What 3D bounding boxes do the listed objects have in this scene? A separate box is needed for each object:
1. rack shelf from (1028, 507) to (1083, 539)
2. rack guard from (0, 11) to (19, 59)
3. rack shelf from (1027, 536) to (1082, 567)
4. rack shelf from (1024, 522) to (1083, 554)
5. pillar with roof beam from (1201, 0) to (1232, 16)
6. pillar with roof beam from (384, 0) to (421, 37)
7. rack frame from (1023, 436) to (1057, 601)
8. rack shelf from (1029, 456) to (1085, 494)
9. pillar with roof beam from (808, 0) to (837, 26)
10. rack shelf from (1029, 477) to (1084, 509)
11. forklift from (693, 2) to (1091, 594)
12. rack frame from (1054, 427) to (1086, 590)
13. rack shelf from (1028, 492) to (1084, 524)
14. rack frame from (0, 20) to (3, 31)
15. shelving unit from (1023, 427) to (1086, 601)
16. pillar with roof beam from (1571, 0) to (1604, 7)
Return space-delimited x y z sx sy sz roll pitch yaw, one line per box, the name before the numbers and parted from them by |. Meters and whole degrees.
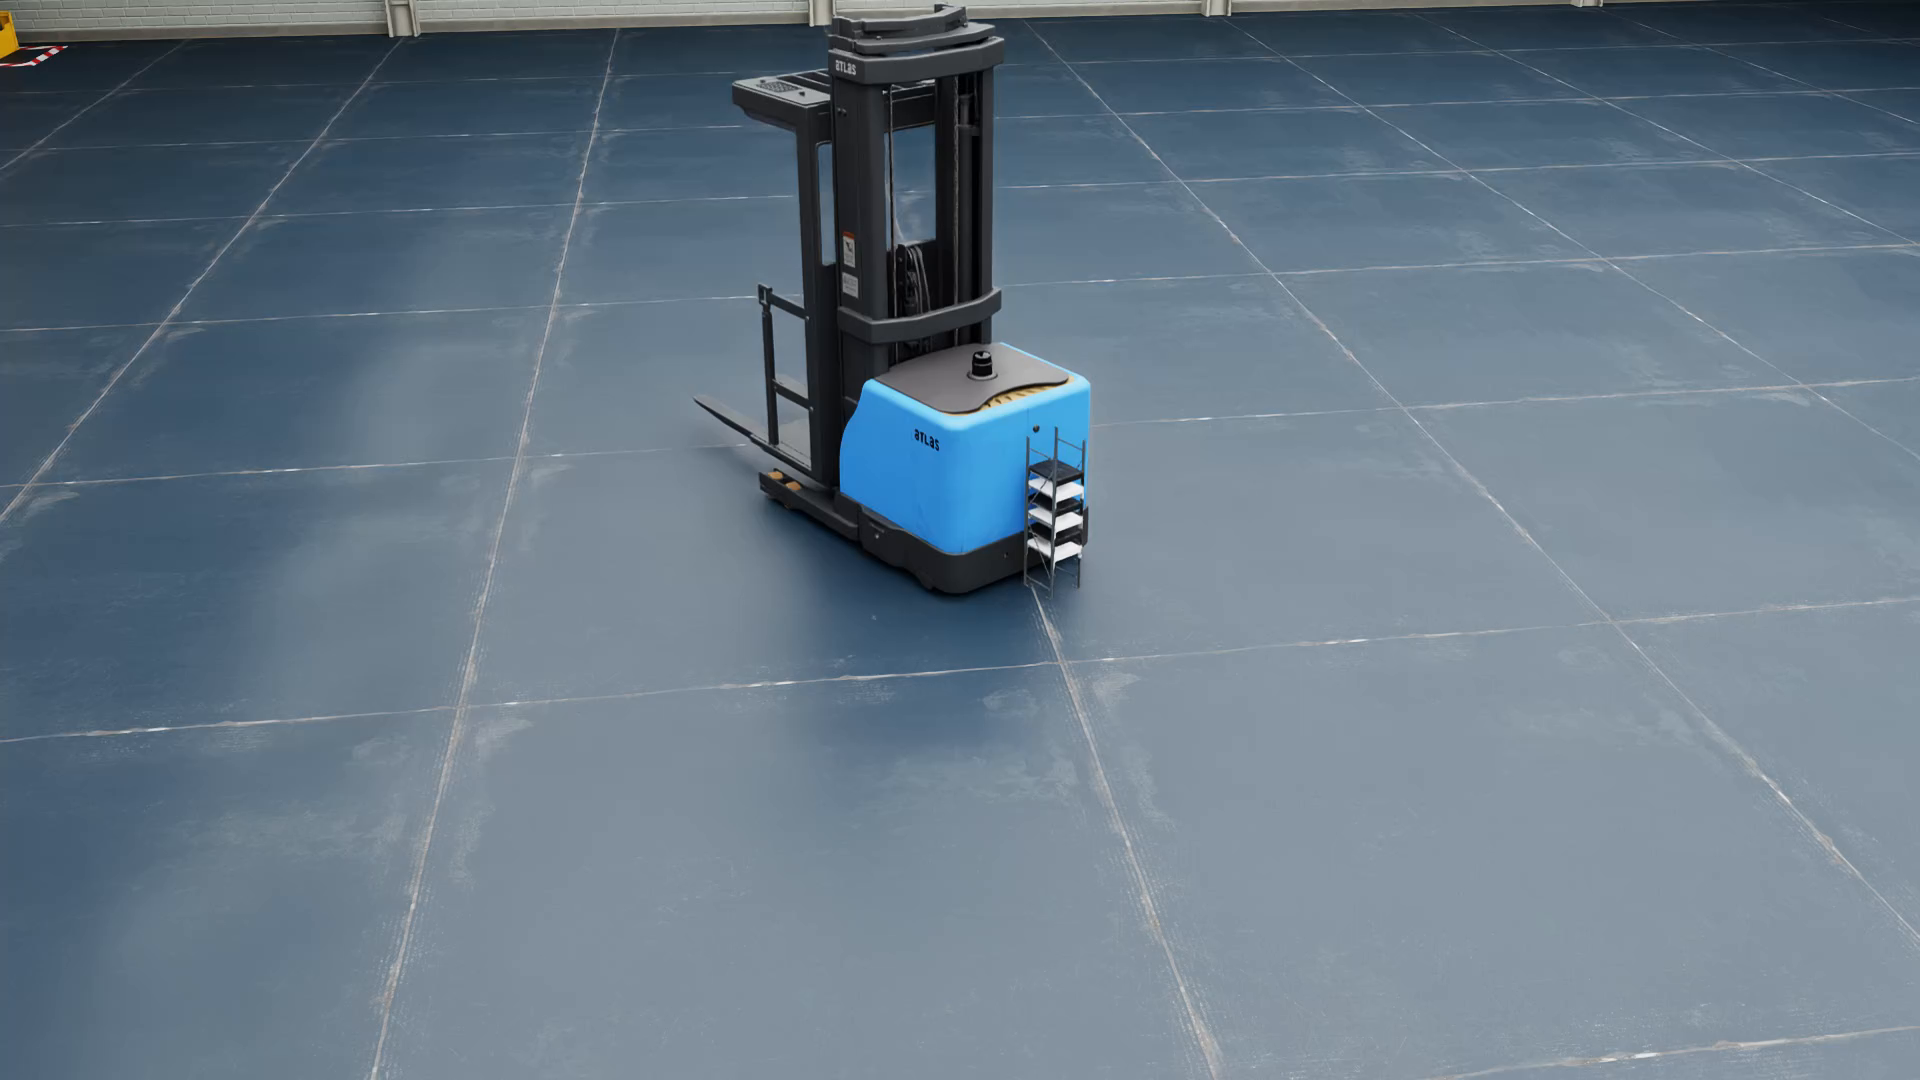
rack shelf | 0.510 -0.109 9.050 0.200 0.077 0.258 -20 33 -34
rack guard | -13.080 -6.748 22.353 0.348 0.500 1.175 -4 27 -7
rack shelf | 0.510 0.051 9.132 0.200 0.077 0.258 -20 33 -34
rack shelf | 0.510 -0.029 9.091 0.200 0.077 0.258 -20 33 -34
pillar with roof beam | 4.505 -10.089 19.556 0.400 9.000 9.100 -4 27 -7
pillar with roof beam | -7.378 -9.326 18.068 0.400 9.000 9.100 -4 27 -7
rack frame | 0.431 -0.110 8.978 0.006 0.900 0.240 -20 33 -34
rack shelf | 0.510 -0.349 8.927 0.200 0.077 0.258 -20 33 -34
pillar with roof beam | -1.436 -9.708 18.812 0.400 9.000 9.100 -4 27 -7
rack shelf | 0.510 -0.269 8.968 0.200 0.077 0.258 -20 33 -34
forklift | -0.579 -1.617 9.691 1.130 2.935 3.031 -20 33 -34
rack frame | 0.589 -0.168 9.091 0.006 0.900 0.240 -20 33 -34
rack shelf | 0.510 -0.189 9.009 0.200 0.077 0.258 -20 33 -34
rack frame | -13.104 -7.858 21.779 0.127 3.000 1.000 -4 27 -7
shelving unit | 0.510 -0.139 9.035 0.210 0.900 0.258 -20 33 -34
pillar with roof beam | 10.447 -10.471 20.300 0.400 9.000 9.100 -4 27 -7
